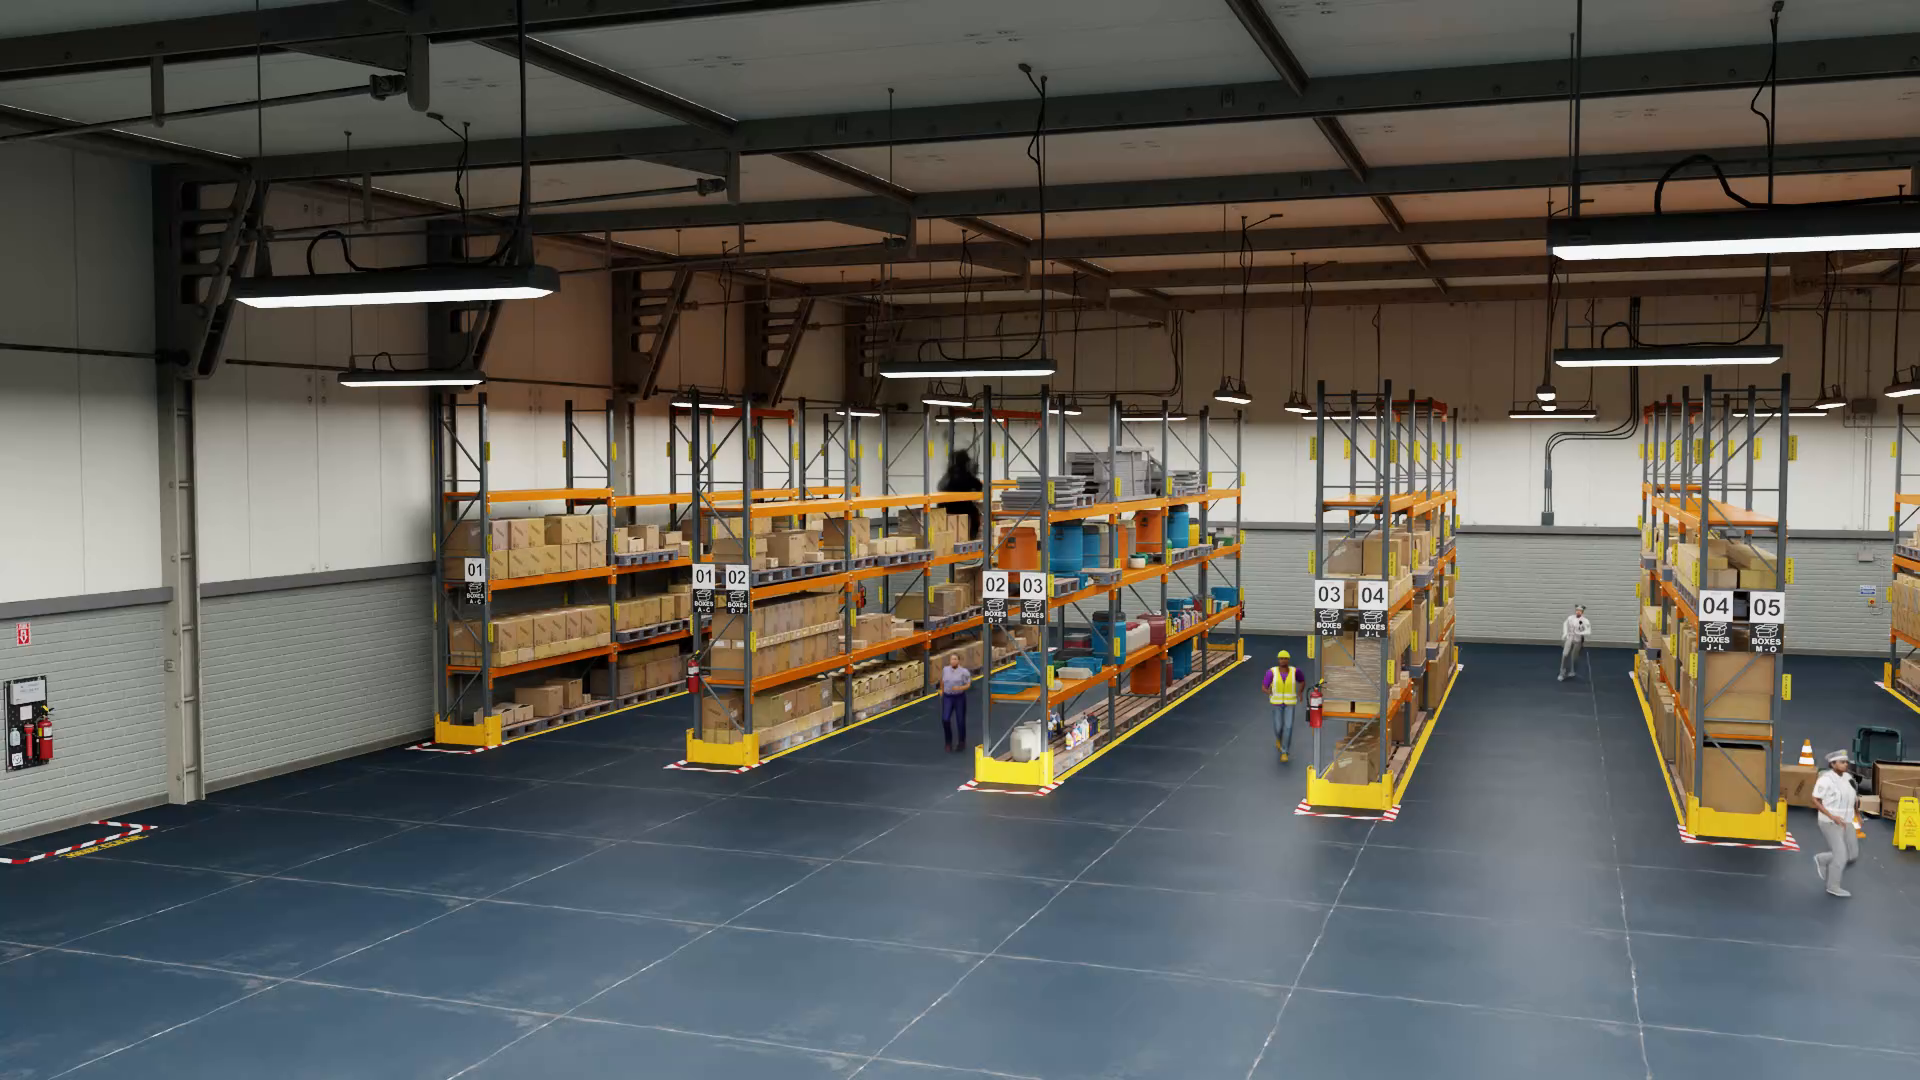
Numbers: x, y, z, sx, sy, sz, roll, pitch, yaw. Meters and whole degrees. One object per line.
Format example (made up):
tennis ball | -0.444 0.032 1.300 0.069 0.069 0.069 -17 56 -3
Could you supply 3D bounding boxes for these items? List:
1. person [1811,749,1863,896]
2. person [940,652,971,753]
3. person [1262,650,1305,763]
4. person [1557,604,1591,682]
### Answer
person | 9.885 3.168 18.823 0.623 1.647 0.593 -1 3 -20
person | -0.086 2.720 27.738 0.570 1.675 0.796 1 3 10
person | 5.257 2.672 27.034 0.700 1.762 0.957 1 3 11
person | 13.475 2.233 36.376 0.624 1.681 0.825 2 4 34
